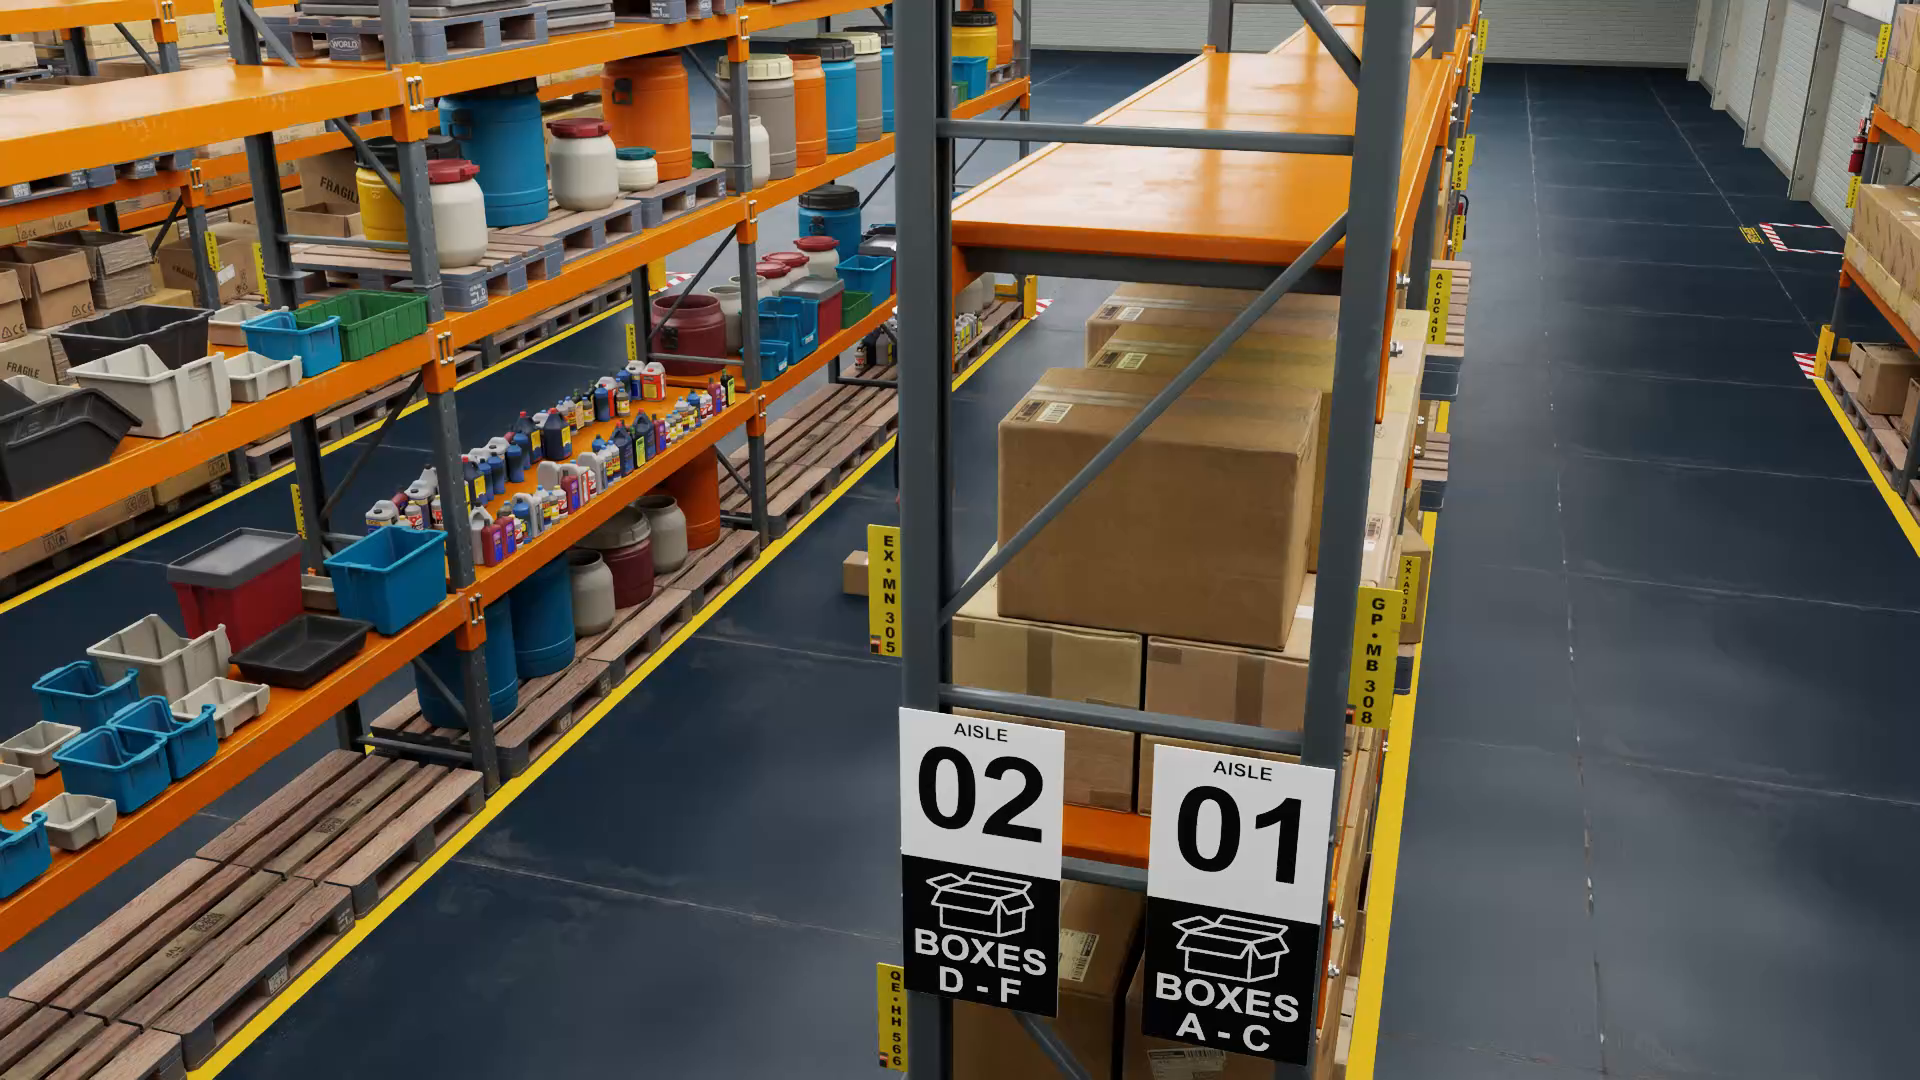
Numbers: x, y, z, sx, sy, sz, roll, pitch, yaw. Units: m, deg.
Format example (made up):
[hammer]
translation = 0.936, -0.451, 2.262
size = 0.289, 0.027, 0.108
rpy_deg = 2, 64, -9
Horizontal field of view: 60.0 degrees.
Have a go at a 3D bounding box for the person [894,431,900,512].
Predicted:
[person]
translation = -0.289, -0.372, 12.064
size = 0.360, 1.715, 0.533
rpy_deg = 7, 23, 17
